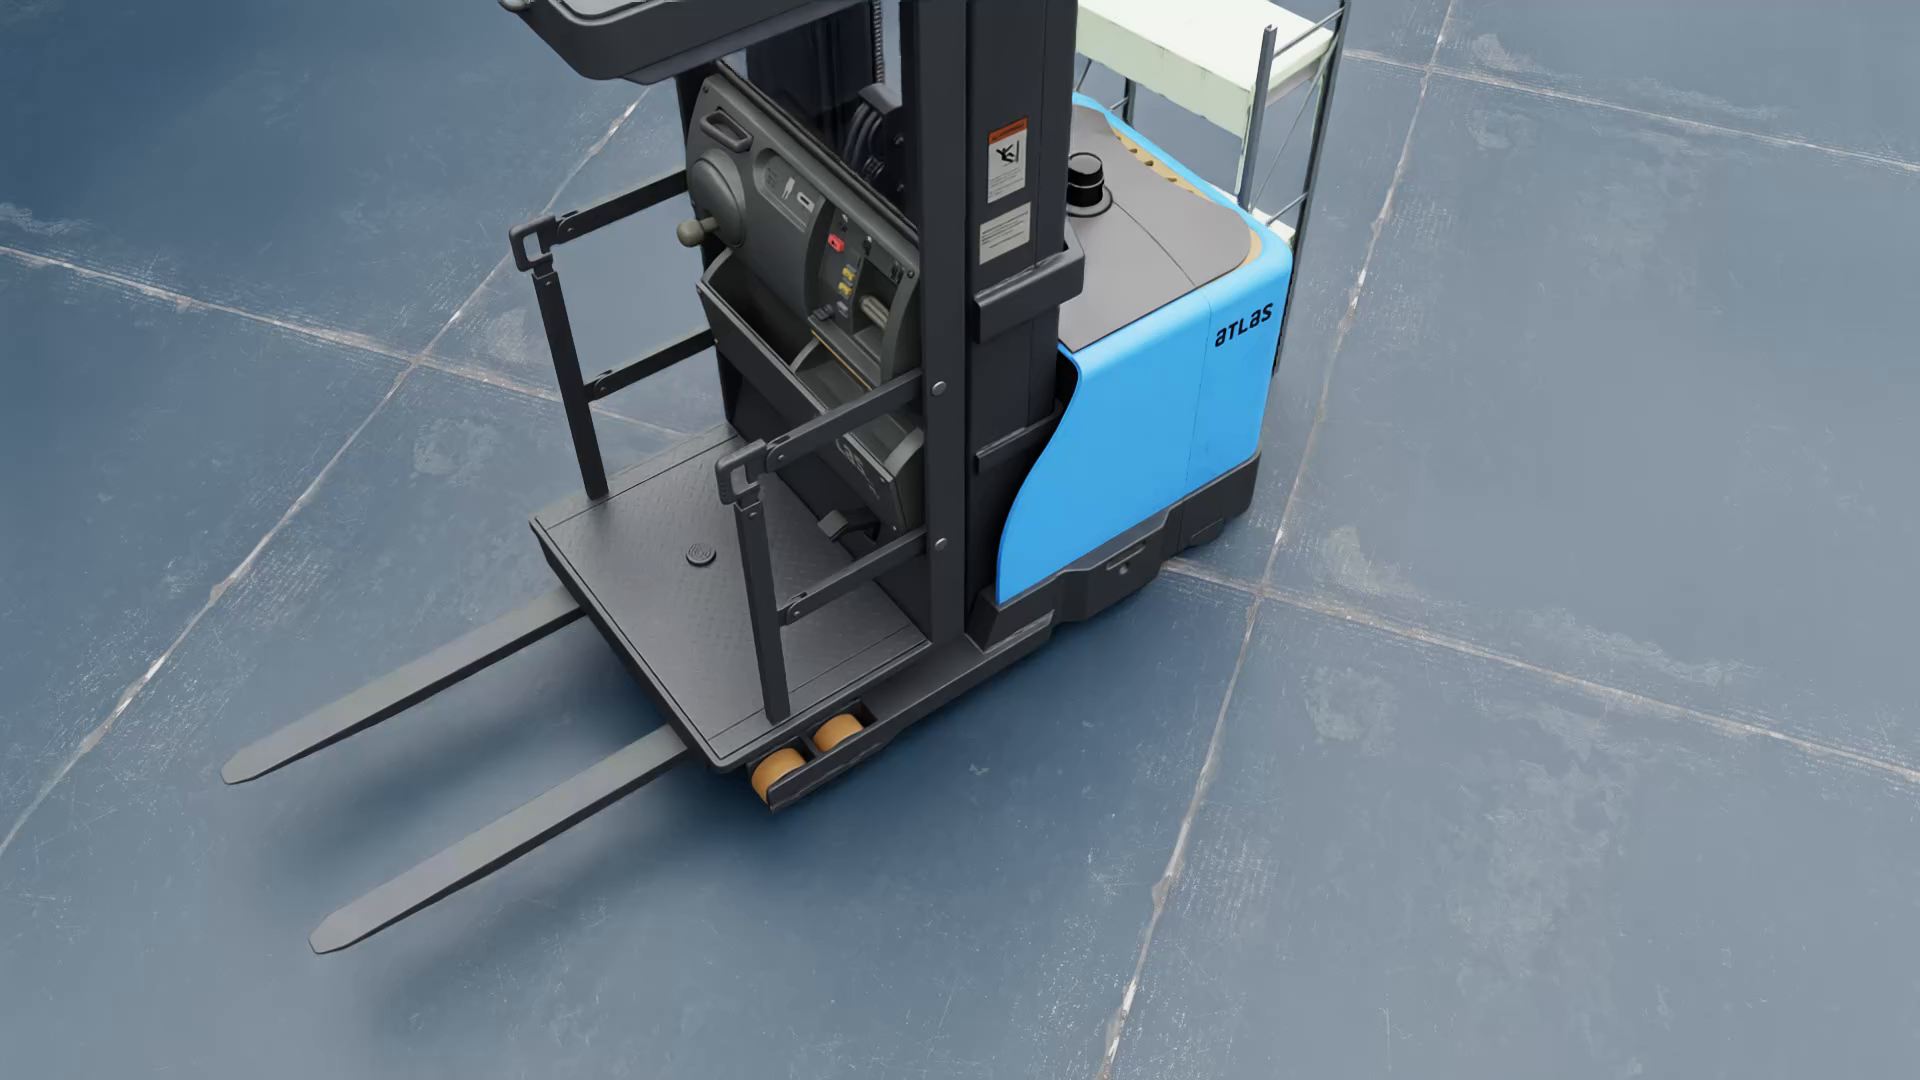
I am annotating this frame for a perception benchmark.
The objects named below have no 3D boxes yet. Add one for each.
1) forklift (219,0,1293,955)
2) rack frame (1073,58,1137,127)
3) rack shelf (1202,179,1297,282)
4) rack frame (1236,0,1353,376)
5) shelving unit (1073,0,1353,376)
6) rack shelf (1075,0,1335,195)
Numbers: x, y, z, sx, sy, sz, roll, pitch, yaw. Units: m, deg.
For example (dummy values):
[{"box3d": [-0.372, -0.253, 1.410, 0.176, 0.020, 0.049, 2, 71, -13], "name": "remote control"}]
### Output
[{"box3d": [-0.559, -0.680, 3.900, 3.031, 2.935, 1.130, -29, 55, -23], "name": "forklift"}, {"box3d": [0.436, -1.367, 5.441, 0.023, 1.500, 0.400, 36, 58, 27], "name": "rack frame"}, {"box3d": [0.697, -0.960, 5.520, 0.720, 0.370, 0.431, 36, 58, 27], "name": "rack shelf"}, {"box3d": [0.960, -0.980, 5.107, 0.023, 1.500, 0.400, 36, 58, 27], "name": "rack frame"}, {"box3d": [0.698, -1.174, 5.274, 0.755, 1.500, 0.431, 36, 58, 27], "name": "shelving unit"}, {"box3d": [0.698, -1.430, 4.979, 0.720, 0.370, 0.431, 36, 58, 27], "name": "rack shelf"}]
